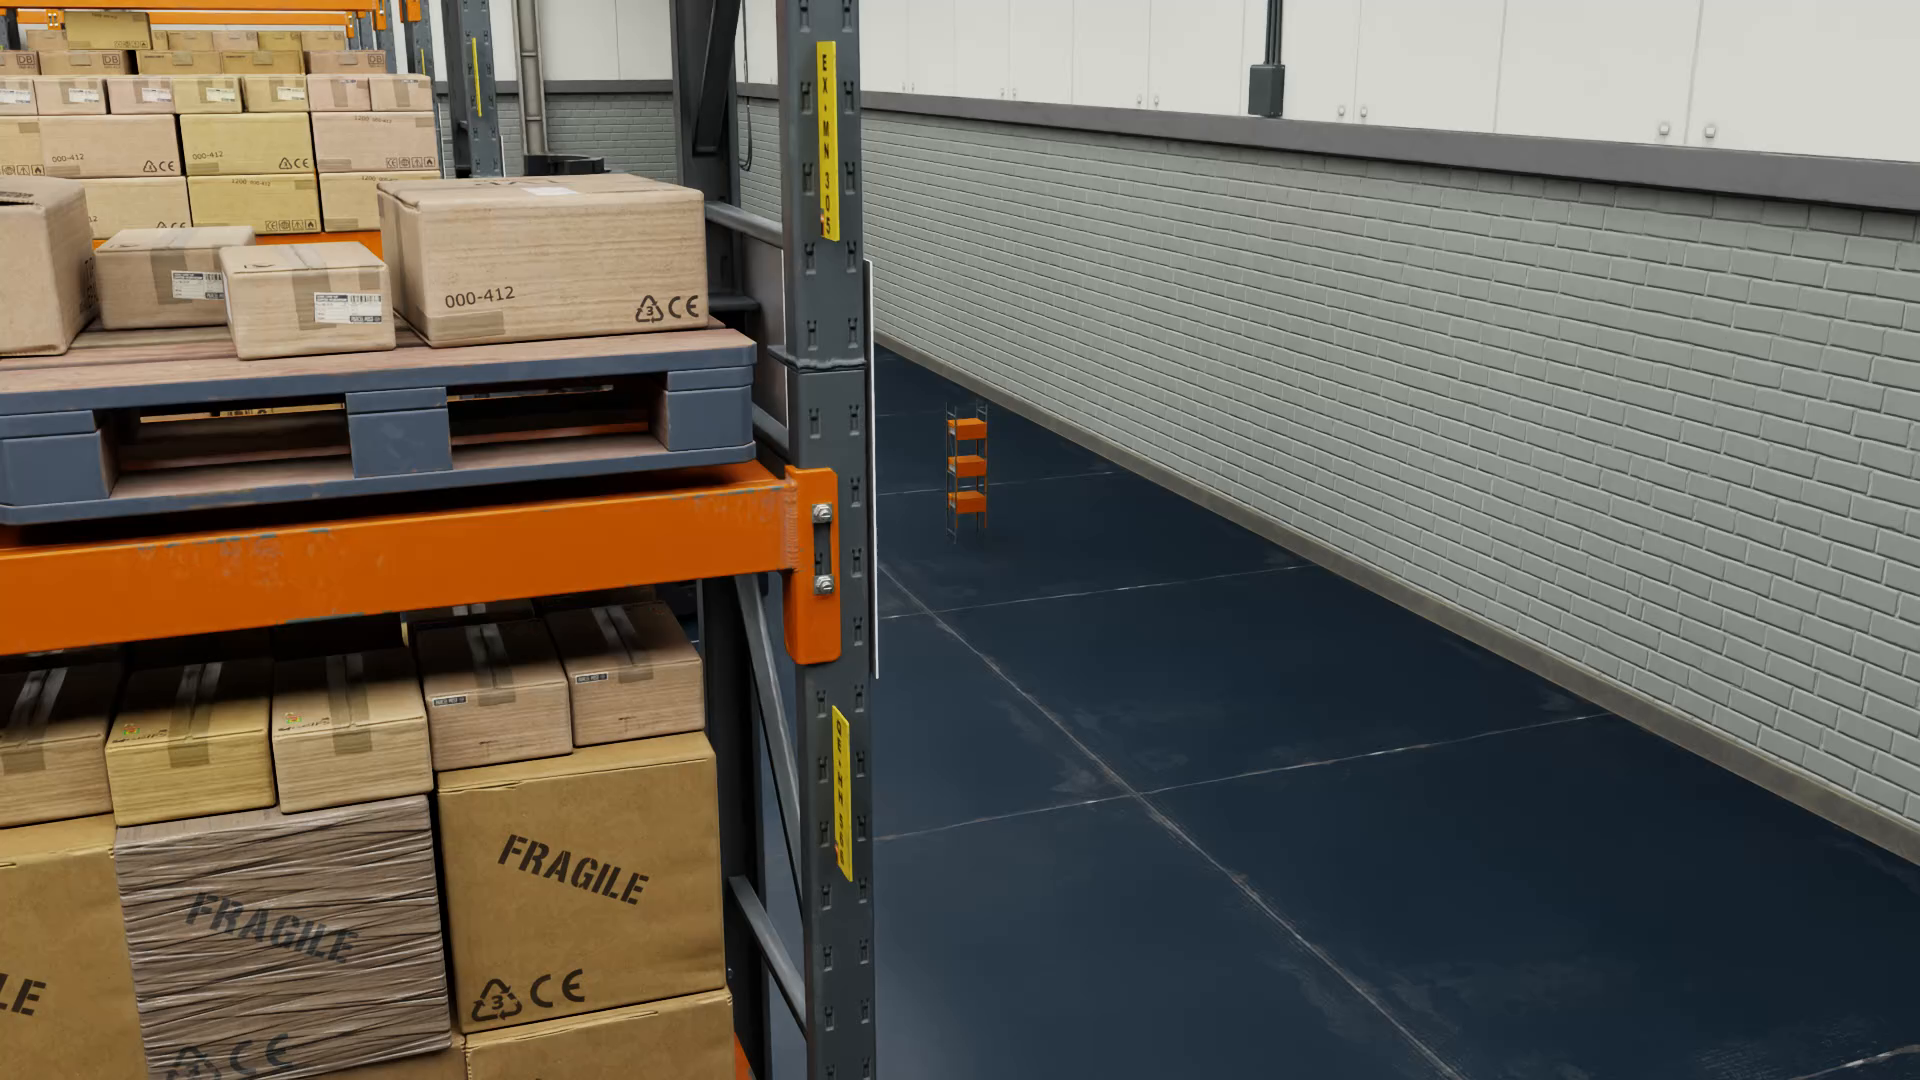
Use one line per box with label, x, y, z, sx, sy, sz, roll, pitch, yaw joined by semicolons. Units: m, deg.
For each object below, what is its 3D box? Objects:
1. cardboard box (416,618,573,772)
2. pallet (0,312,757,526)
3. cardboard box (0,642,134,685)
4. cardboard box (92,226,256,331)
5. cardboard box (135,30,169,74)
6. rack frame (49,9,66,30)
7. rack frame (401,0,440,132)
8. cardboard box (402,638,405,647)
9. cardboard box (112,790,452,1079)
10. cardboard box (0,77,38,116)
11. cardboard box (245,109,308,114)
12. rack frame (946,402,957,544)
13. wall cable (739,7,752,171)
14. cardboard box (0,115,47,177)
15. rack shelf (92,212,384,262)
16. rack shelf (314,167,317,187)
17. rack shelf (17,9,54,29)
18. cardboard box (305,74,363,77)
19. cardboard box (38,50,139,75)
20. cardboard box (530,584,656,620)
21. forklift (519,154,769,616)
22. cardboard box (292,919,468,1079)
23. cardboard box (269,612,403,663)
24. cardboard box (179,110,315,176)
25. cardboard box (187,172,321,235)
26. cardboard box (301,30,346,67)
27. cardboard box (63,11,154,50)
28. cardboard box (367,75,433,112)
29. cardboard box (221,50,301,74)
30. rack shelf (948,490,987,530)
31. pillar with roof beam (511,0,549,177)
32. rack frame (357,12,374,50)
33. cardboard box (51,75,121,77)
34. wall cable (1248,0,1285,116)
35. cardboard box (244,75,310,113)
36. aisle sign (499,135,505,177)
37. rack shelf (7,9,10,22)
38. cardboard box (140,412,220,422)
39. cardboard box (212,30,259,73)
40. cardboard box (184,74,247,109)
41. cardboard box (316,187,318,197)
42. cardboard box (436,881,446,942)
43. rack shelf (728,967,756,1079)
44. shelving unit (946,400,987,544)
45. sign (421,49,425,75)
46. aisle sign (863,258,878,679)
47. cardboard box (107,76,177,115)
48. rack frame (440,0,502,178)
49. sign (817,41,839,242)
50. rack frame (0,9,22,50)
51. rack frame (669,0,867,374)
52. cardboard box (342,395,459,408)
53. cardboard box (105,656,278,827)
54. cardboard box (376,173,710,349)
cardboard box;-0.898;0.289;3.188;0.250;0.149;0.380;-6;17;-19
pallet;-1.095;-0.312;3.172;1.213;0.211;1.003;-6;17;-20
cardboard box;-1.805;0.244;3.341;0.250;0.149;0.380;-6;17;-20
cardboard box;-1.504;-0.512;3.218;0.250;0.149;0.380;-5;17;-18
cardboard box;-9.805;-5.895;20.074;0.500;0.500;0.700;-6;17;-20
rack frame;-13.004;-7.985;23.820;0.127;3.000;1.000;-6;17;-20
rack frame;-3.952;-4.479;11.880;0.127;3.000;1.000;-6;17;-20
cardboard box;-1.436;0.507;3.598;0.500;0.500;0.500;-7;18;-22
cardboard box;-1.248;0.651;3.106;0.500;0.500;0.500;-6;17;-20
cardboard box;-3.921;-1.824;6.832;0.250;0.149;0.380;-7;18;-22
cardboard box;-3.261;-1.864;7.676;0.500;0.250;0.500;-6;18;-21
rack frame;-0.064;-0.497;12.427;0.008;1.050;0.200;-6;17;-20
wall cable;-3.860;-7.375;27.253;0.112;2.526;3.097;-6;17;-20
cardboard box;-4.042;-1.628;6.875;0.500;0.250;0.500;-7;18;-22
rack shelf;-4.139;-1.178;7.238;4.000;0.370;1.077;-6;17;-20
rack shelf;-5.819;-2.493;11.717;4.000;0.370;1.077;-6;17;-20
rack shelf;-14.872;-7.247;23.291;4.000;0.370;1.077;-6;17;-20
cardboard box;-2.900;-2.090;7.739;0.250;0.149;0.380;-5;17;-18
cardboard box;-5.935;-3.097;11.397;0.500;0.500;0.700;-5;17;-18
cardboard box;-0.836;0.131;3.726;0.250;0.149;0.380;-6;17;-19
forklift;-2.781;-0.853;10.299;3.031;2.935;1.130;-11;20;-33
cardboard box;-1.236;1.124;3.270;0.500;0.500;0.500;-7;18;-21
cardboard box;-1.339;0.172;3.585;0.250;0.149;0.380;-6;17;-18
cardboard box;-3.087;-1.727;7.211;0.500;0.250;0.500;-7;18;-22
cardboard box;-3.075;-1.484;7.270;0.500;0.250;0.500;-6;17;-20
cardboard box;-7.967;-6.118;20.833;0.500;0.500;0.700;-6;17;-20
cardboard box;-5.842;-3.496;11.425;0.500;0.250;0.500;-7;18;-22
cardboard box;-2.477;-1.973;7.341;0.250;0.149;0.380;-6;18;-21
cardboard box;-4.987;-3.246;11.903;0.500;0.500;0.700;-7;18;-22
rack shelf;0.050;-0.232;12.550;0.240;0.259;0.215;-6;17;-20
pillar with roof beam;-5.517;-7.756;23.038;0.400;9.000;9.100;-6;17;-20
rack frame;-7.493;-7.086;20.756;0.127;3.000;1.000;-6;17;-20
cardboard box;-3.890;-2.002;7.440;0.250;0.149;0.380;-6;17;-18
wall cable;2.562;-5.686;10.279;0.120;5.999;2.277;-6;17;-20
cardboard box;-2.981;-1.948;7.255;0.250;0.149;0.380;-7;18;-22
aisle sign;-2.096;-1.461;7.636;0.004;0.787;0.394;-6;17;-20
rack shelf;-13.096;-5.944;18.854;4.000;0.370;1.077;-6;17;-20
cardboard box;-3.565;-0.738;7.309;0.500;0.500;0.500;-5;17;-17
cardboard box;-8.893;-6.011;20.470;0.500;0.500;0.700;-6;17;-20
cardboard box;-3.407;-2.058;7.629;0.250;0.149;0.380;-6;17;-19
cardboard box;-8.282;-4.567;20.873;0.500;0.500;0.500;-6;17;-19
cardboard box;-1.419;0.990;3.726;0.500;0.500;0.500;-6;18;-21
rack shelf;-2.273;1.554;3.261;4.000;0.370;1.077;-6;17;-20
shelving unit;0.050;-0.509;12.469;0.252;1.050;0.215;-6;17;-20
sign;-3.771;-3.282;11.698;0.005;0.325;0.100;-6;17;-20
aisle sign;-0.228;-0.166;3.227;0.004;0.787;0.394;-6;17;-20
cardboard box;-3.447;-1.883;7.034;0.250;0.149;0.380;-7;18;-21
rack frame;-2.271;-3.164;7.401;0.127;3.000;1.000;-6;17;-20
sign;-0.225;-0.675;2.819;0.005;0.325;0.100;-6;17;-20
rack frame;-11.228;-6.682;19.383;0.127;3.000;1.000;-6;17;-20
rack frame;-0.406;-1.872;3.001;0.127;3.000;1.000;-6;17;-20
cardboard box;-2.610;-0.844;7.669;0.500;0.500;0.500;-7;18;-21
cardboard box;-1.359;0.351;2.975;0.250;0.149;0.380;-6;17;-19
cardboard box;-0.794;-0.541;3.136;0.500;0.250;0.500;-8;18;-25
